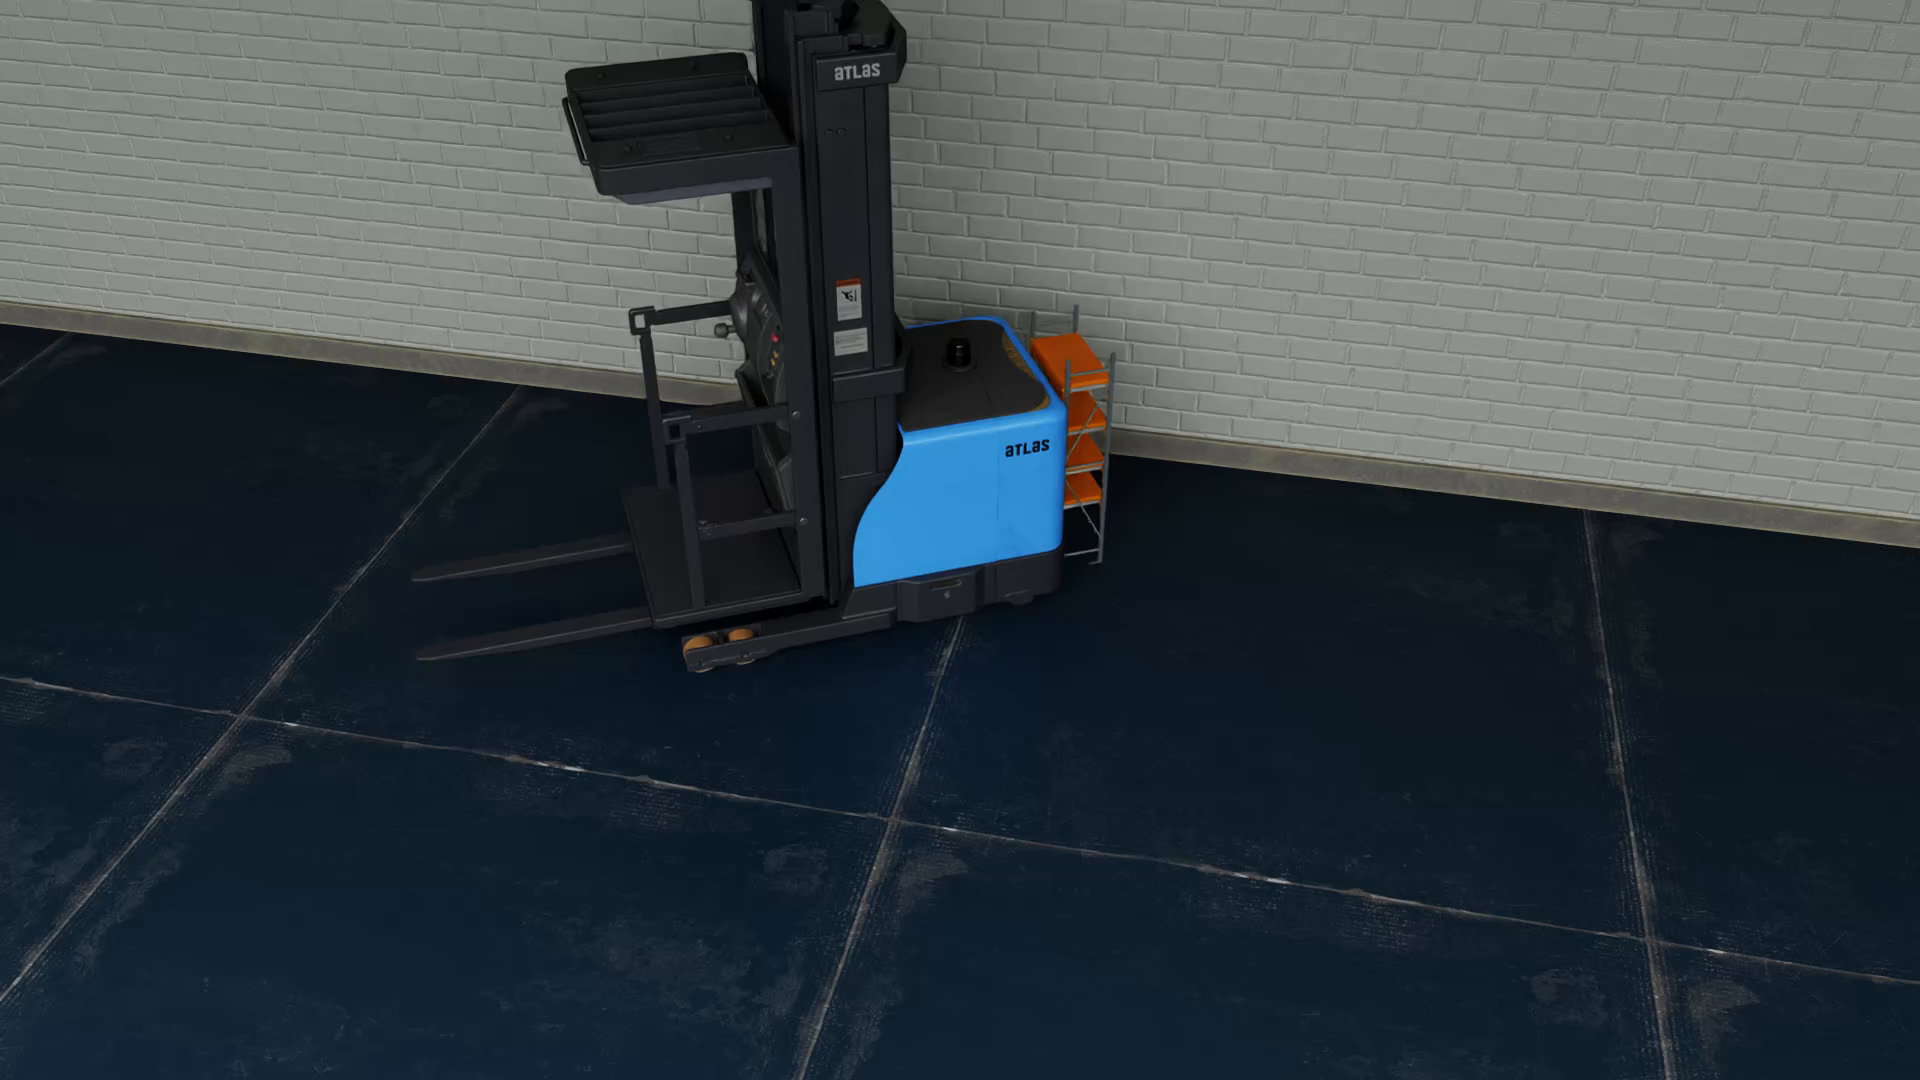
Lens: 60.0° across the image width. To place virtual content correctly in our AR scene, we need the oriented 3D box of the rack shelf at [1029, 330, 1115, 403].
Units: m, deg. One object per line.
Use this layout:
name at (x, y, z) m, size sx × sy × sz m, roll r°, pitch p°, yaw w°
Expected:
rack shelf at (0.529, -0.812, 7.947) m, size 0.258 × 0.148 × 0.480 m, roll -10°, pitch 37°, yaw -14°

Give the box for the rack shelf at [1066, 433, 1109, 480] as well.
rack shelf at (0.528, -0.439, 8.217) m, size 0.258 × 0.148 × 0.480 m, roll -10°, pitch 37°, yaw -14°

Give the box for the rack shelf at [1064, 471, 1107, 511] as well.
rack shelf at (0.527, -0.278, 8.333) m, size 0.258 × 0.148 × 0.480 m, roll -10°, pitch 37°, yaw -14°

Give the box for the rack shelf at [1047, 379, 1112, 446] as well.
rack shelf at (0.528, -0.620, 8.086) m, size 0.258 × 0.148 × 0.480 m, roll -10°, pitch 37°, yaw -14°

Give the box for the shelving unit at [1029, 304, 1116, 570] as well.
shelving unit at (0.528, -0.493, 8.178) m, size 0.258 × 1.200 × 0.503 m, roll -10°, pitch 37°, yaw -14°

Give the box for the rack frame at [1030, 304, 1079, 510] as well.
rack frame at (0.456, -0.630, 8.366) m, size 0.240 × 1.200 × 0.015 m, roll -10°, pitch 37°, yaw -14°

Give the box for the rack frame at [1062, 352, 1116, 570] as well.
rack frame at (0.600, -0.357, 7.989) m, size 0.240 × 1.200 × 0.015 m, roll -10°, pitch 37°, yaw -14°

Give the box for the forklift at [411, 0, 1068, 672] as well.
forklift at (-1.071, -0.923, 7.297) m, size 3.031 × 2.935 × 1.130 m, roll -10°, pitch 37°, yaw -14°
